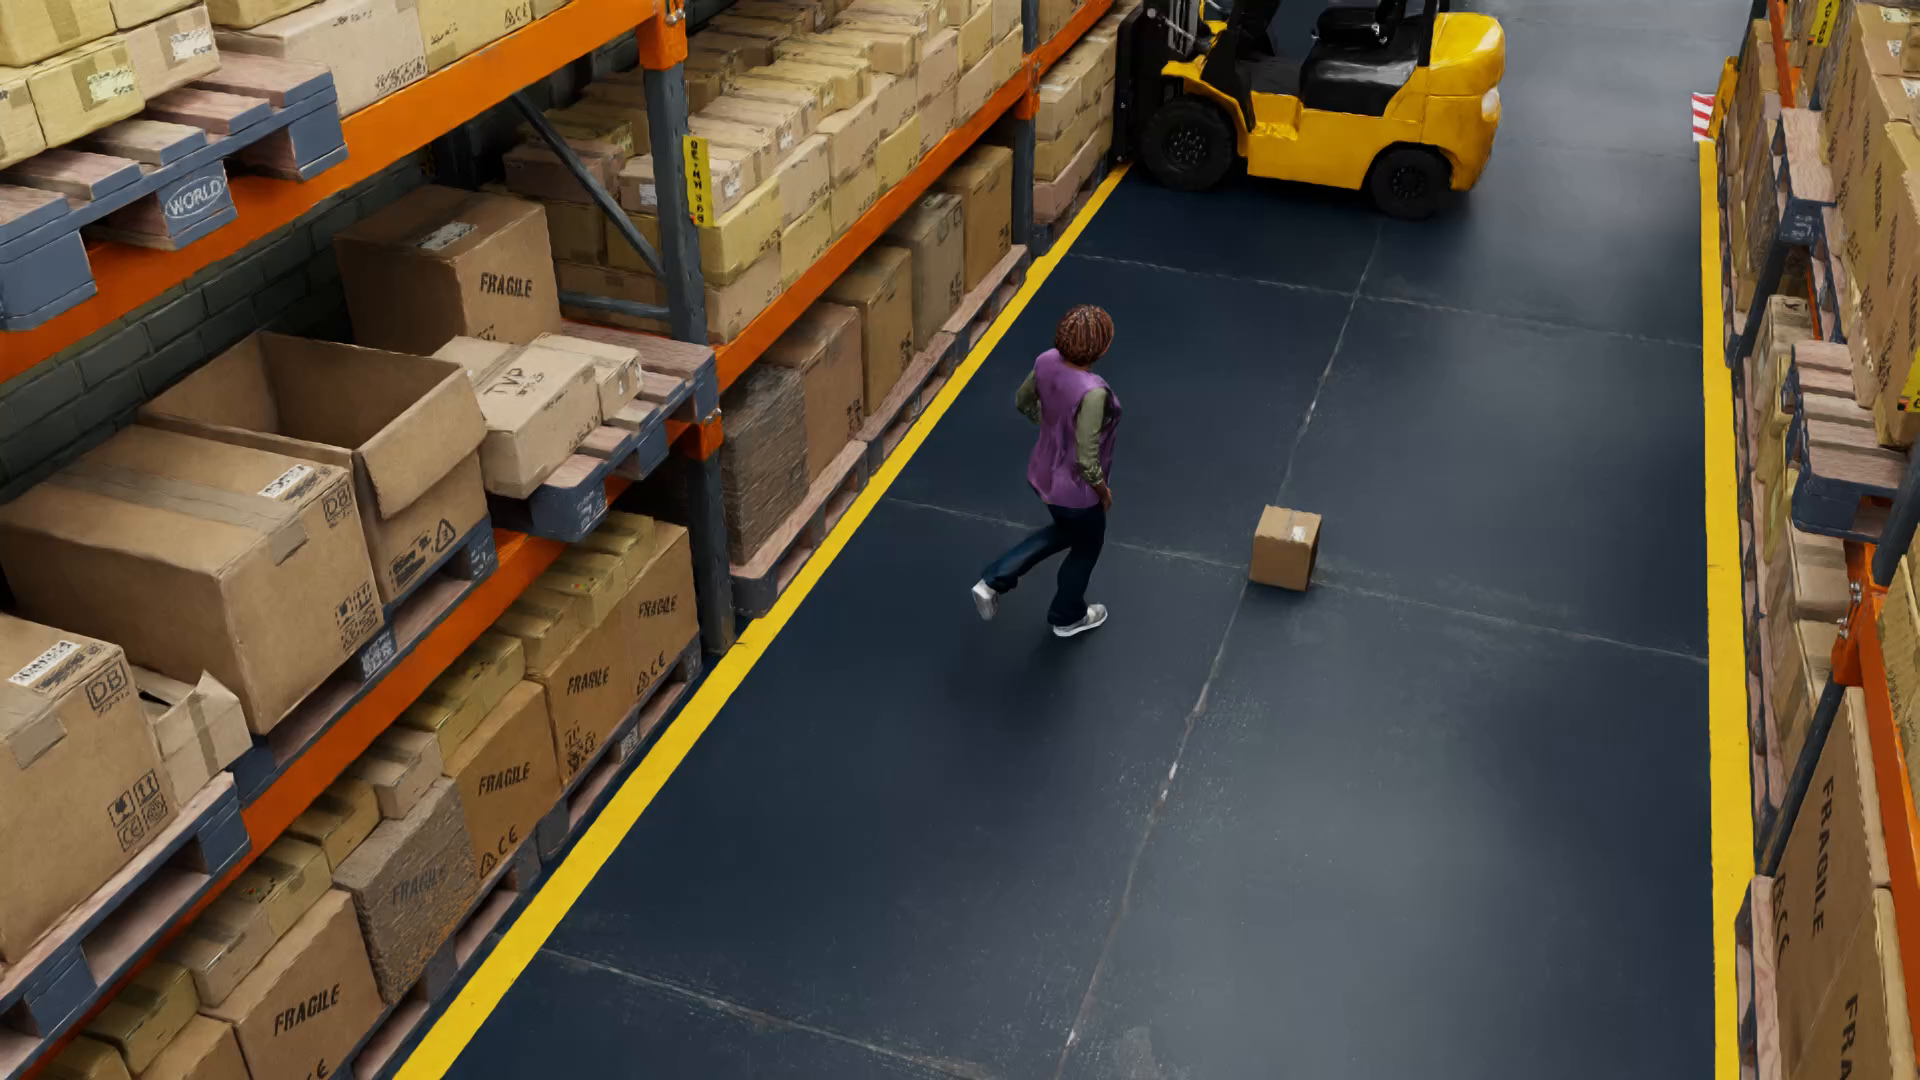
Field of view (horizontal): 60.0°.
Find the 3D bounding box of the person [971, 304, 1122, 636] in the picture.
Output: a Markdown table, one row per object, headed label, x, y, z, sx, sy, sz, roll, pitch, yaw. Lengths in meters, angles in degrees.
| label | x | y | z | sx | sy | sz | roll | pitch | yaw |
| --- | --- | --- | --- | --- | --- | --- | --- | --- | --- |
| person | 0.395 | -0.205 | 6.449 | 0.622 | 1.576 | 0.544 | -15 | 37 | -22 |
